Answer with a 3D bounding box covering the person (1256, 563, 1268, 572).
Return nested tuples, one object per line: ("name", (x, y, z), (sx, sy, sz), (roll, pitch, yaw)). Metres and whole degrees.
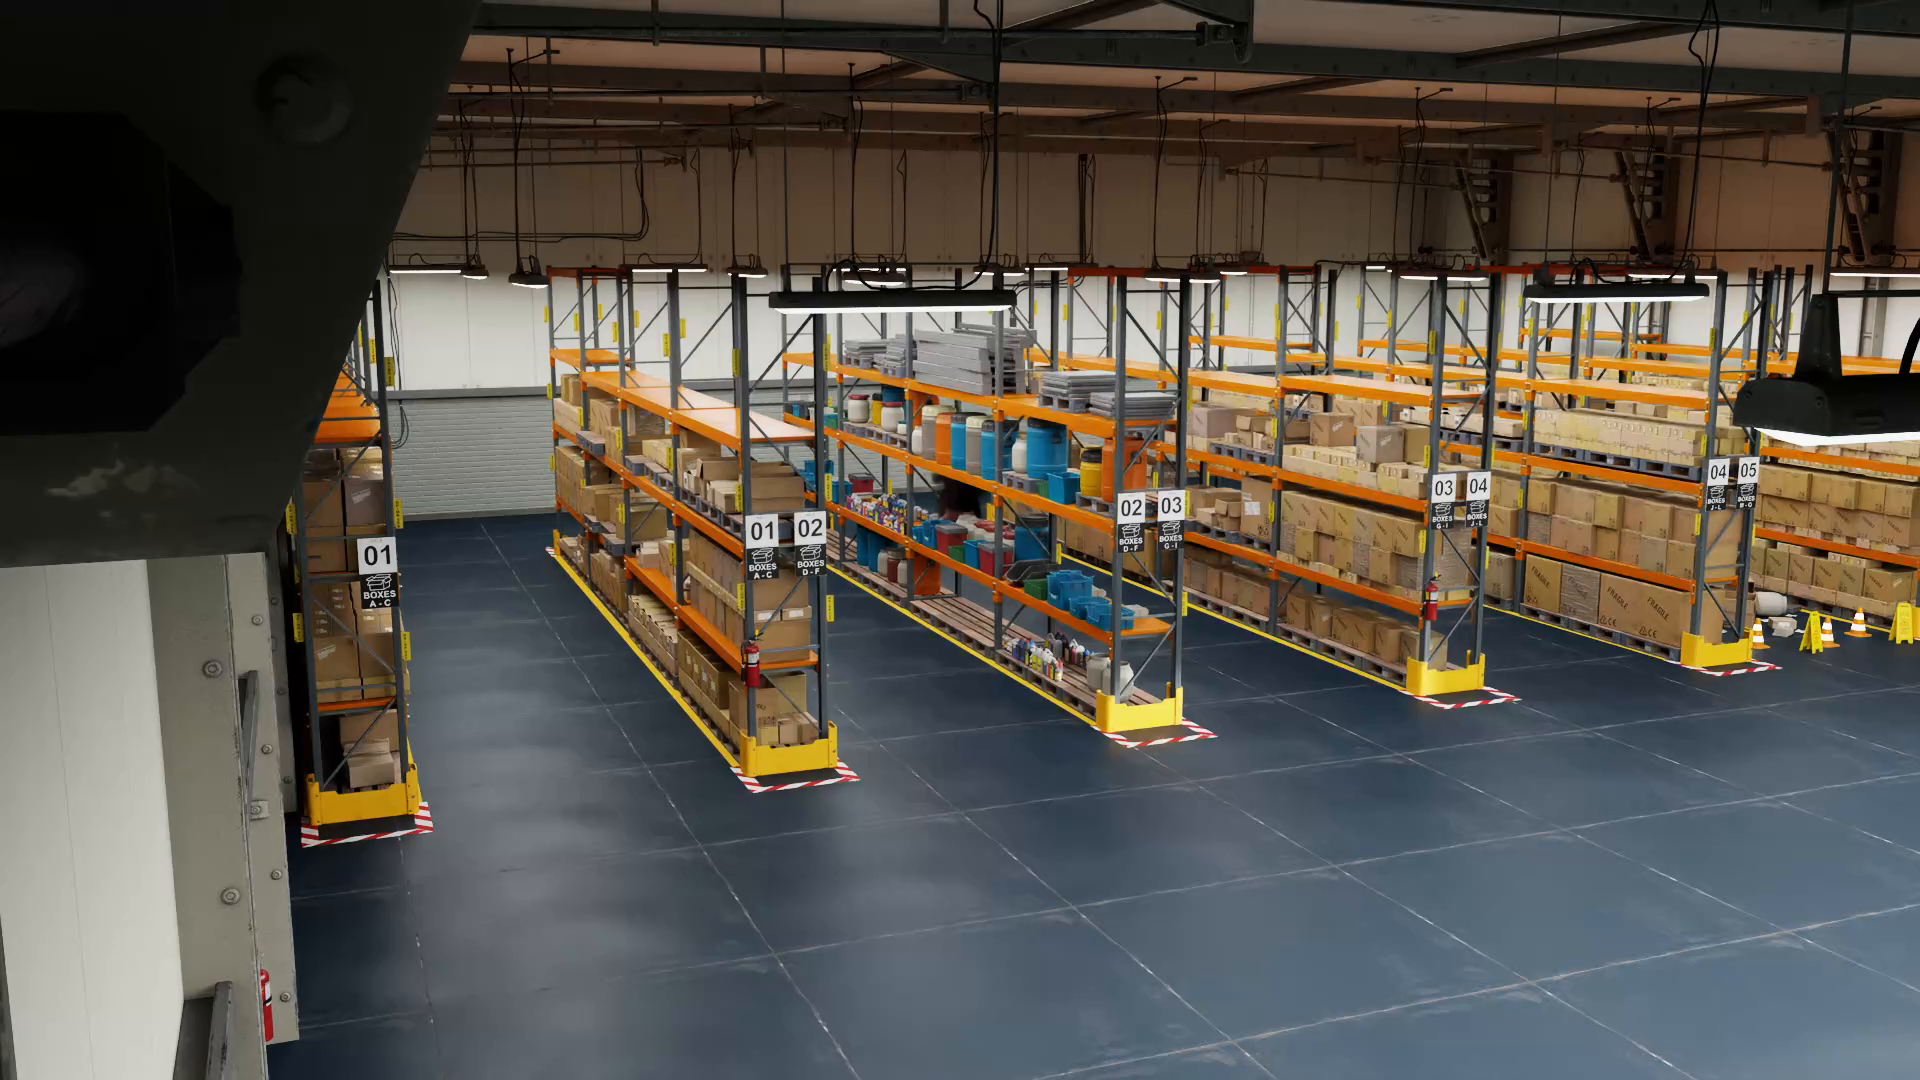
("person", (5.778, 0.082, 31.699), (0.584, 1.547, 0.585), (-4, 11, -20))
